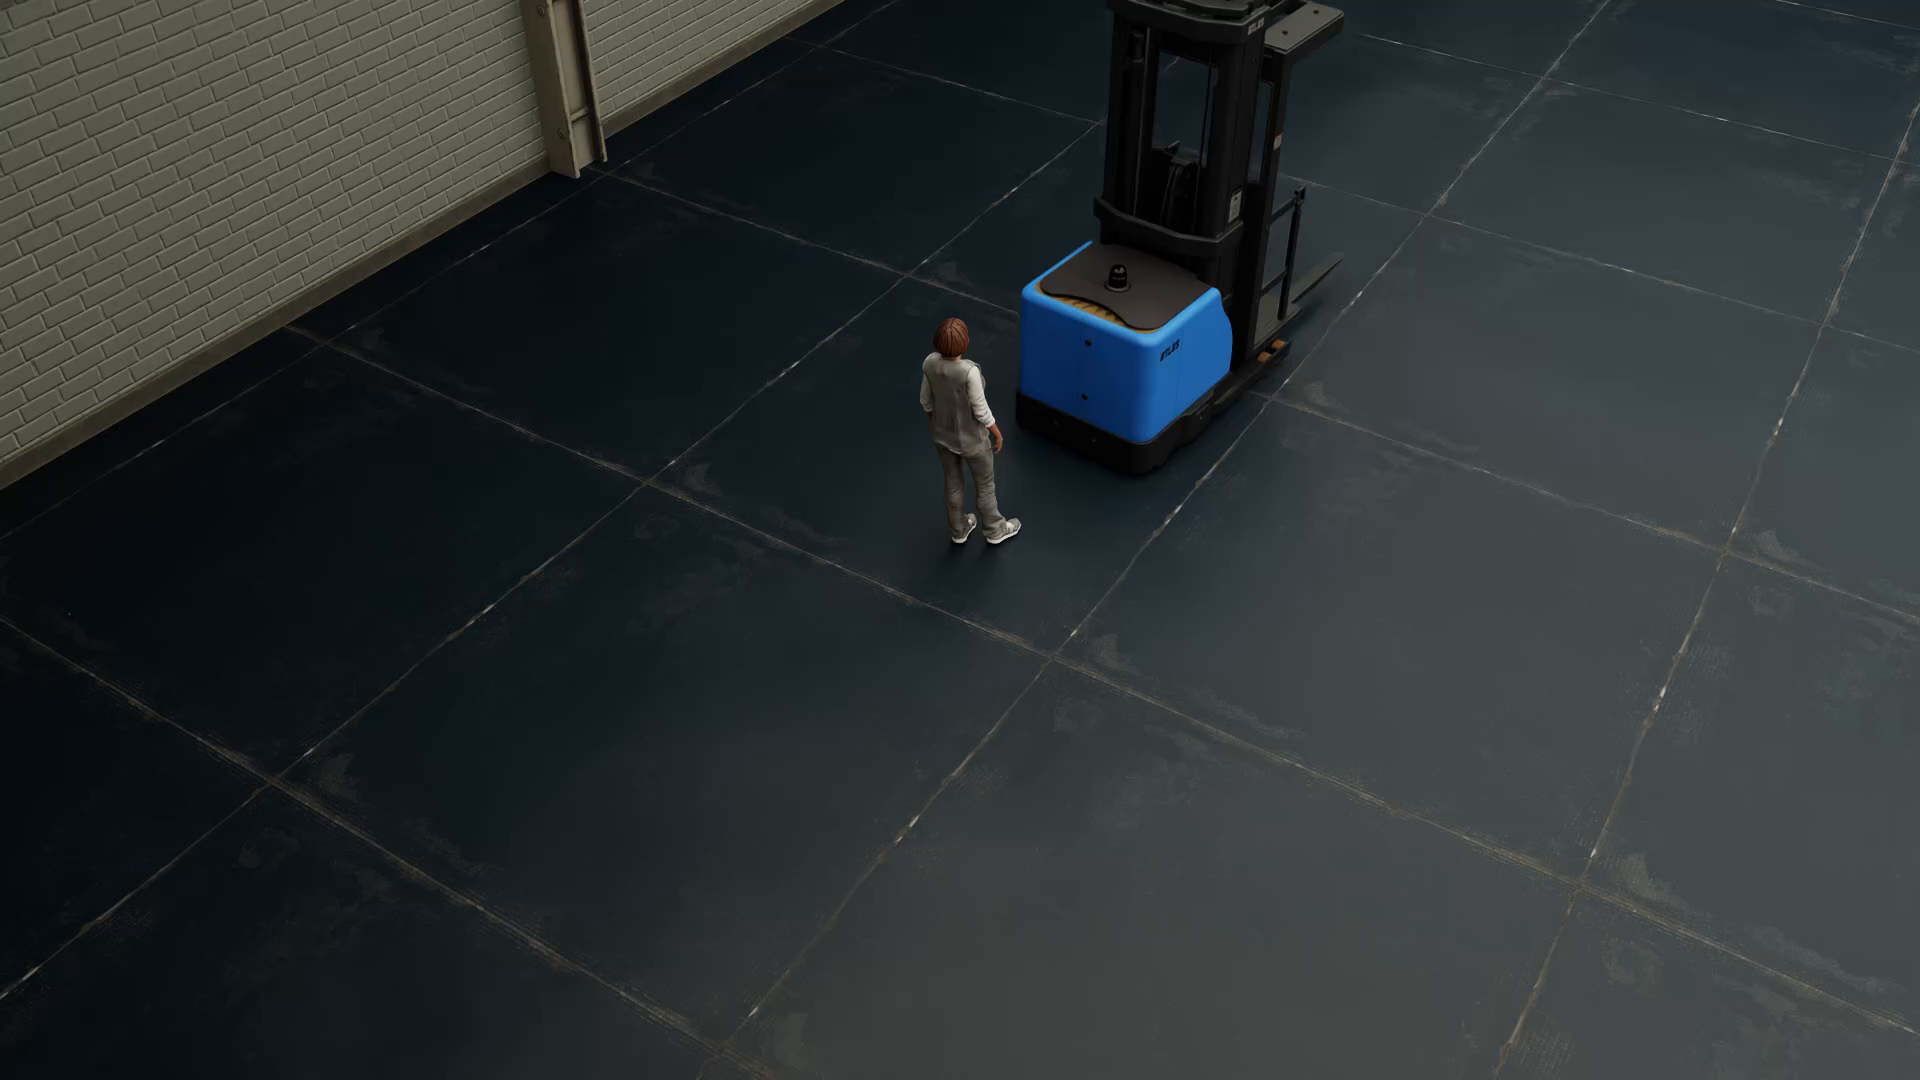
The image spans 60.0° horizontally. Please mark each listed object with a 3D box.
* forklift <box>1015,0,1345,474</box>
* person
[{"bbox_3d":[1.669,-2.438,10.844,1.130,2.935,3.031,27,47,28],"label":"forklift"},{"bbox_3d":[0.052,-0.651,9.756,0.521,1.599,0.473,22,45,24],"label":"person"}]
